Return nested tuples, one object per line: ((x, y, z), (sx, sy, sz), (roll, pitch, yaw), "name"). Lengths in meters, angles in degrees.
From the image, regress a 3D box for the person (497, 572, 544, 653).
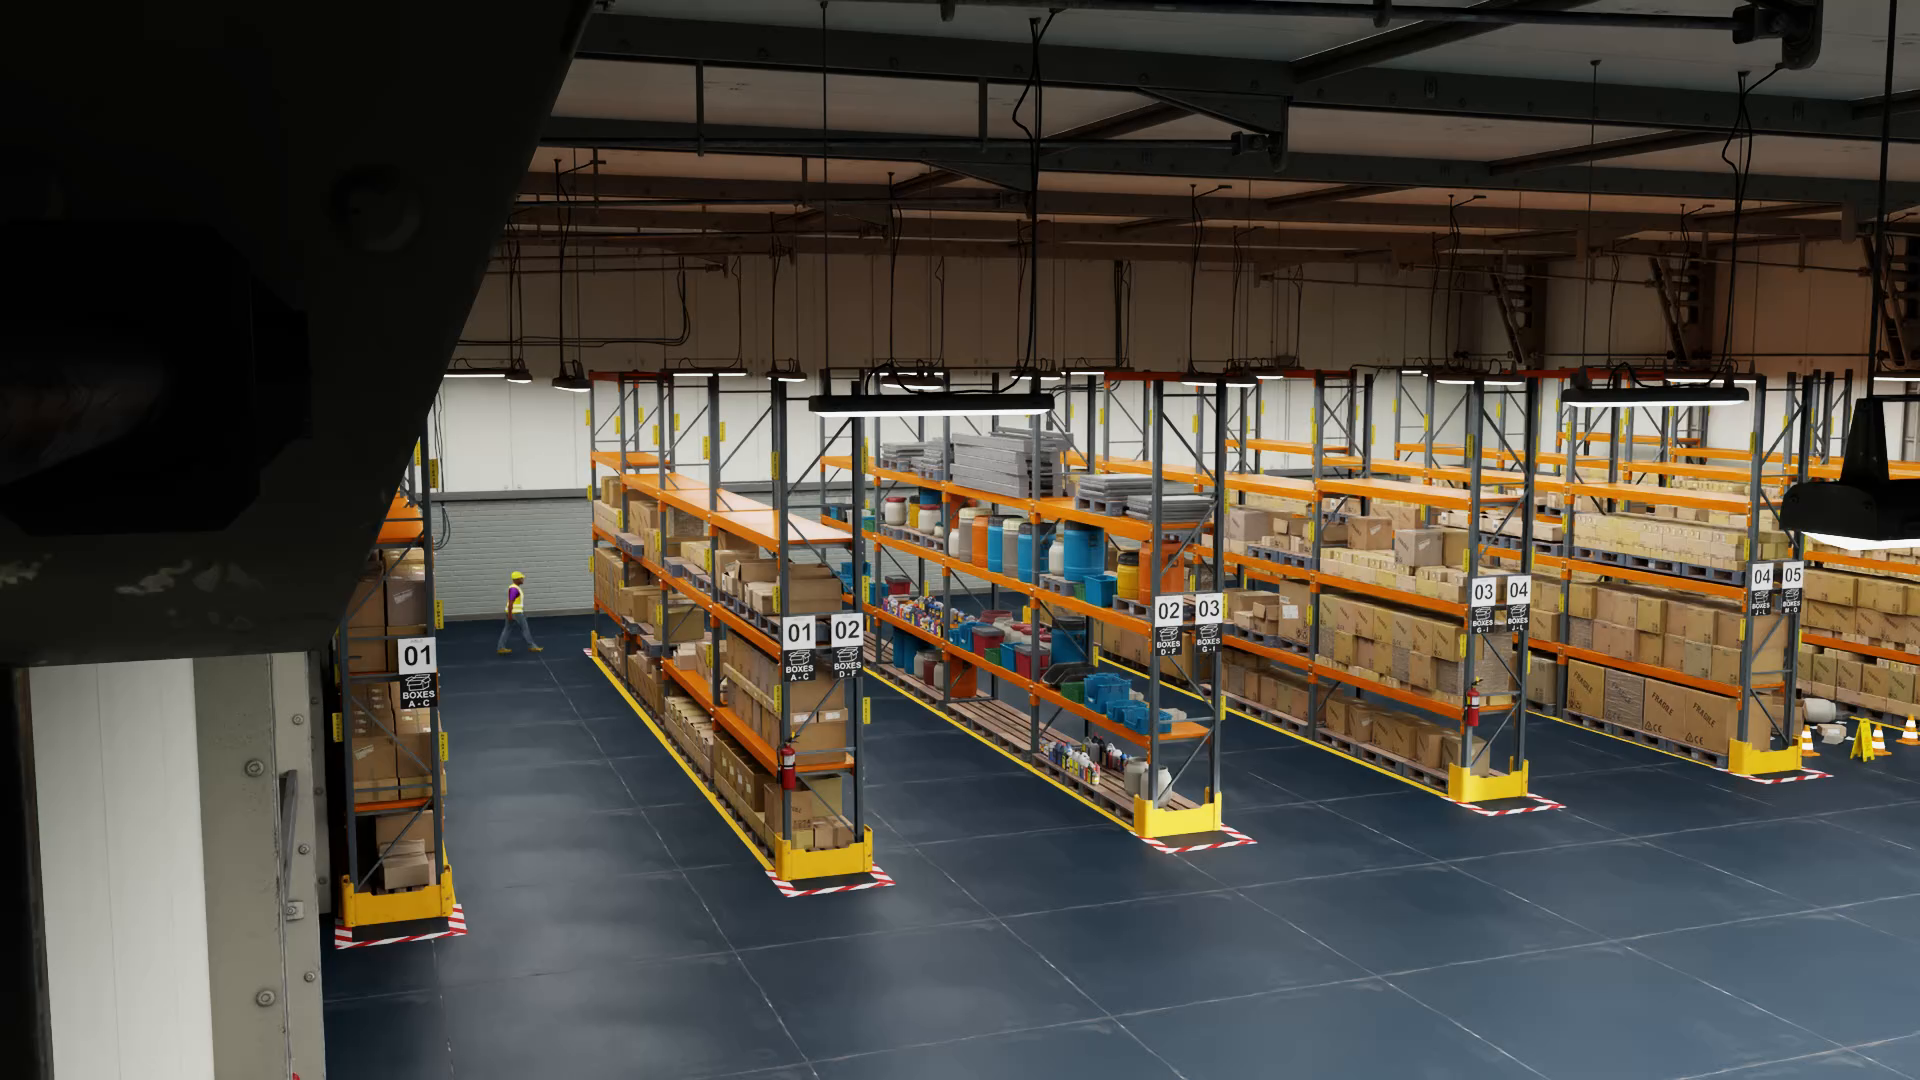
((-9.388, 1.517, 35.286), (0.965, 1.706, 0.536), (-5, 8, -36), "person")
